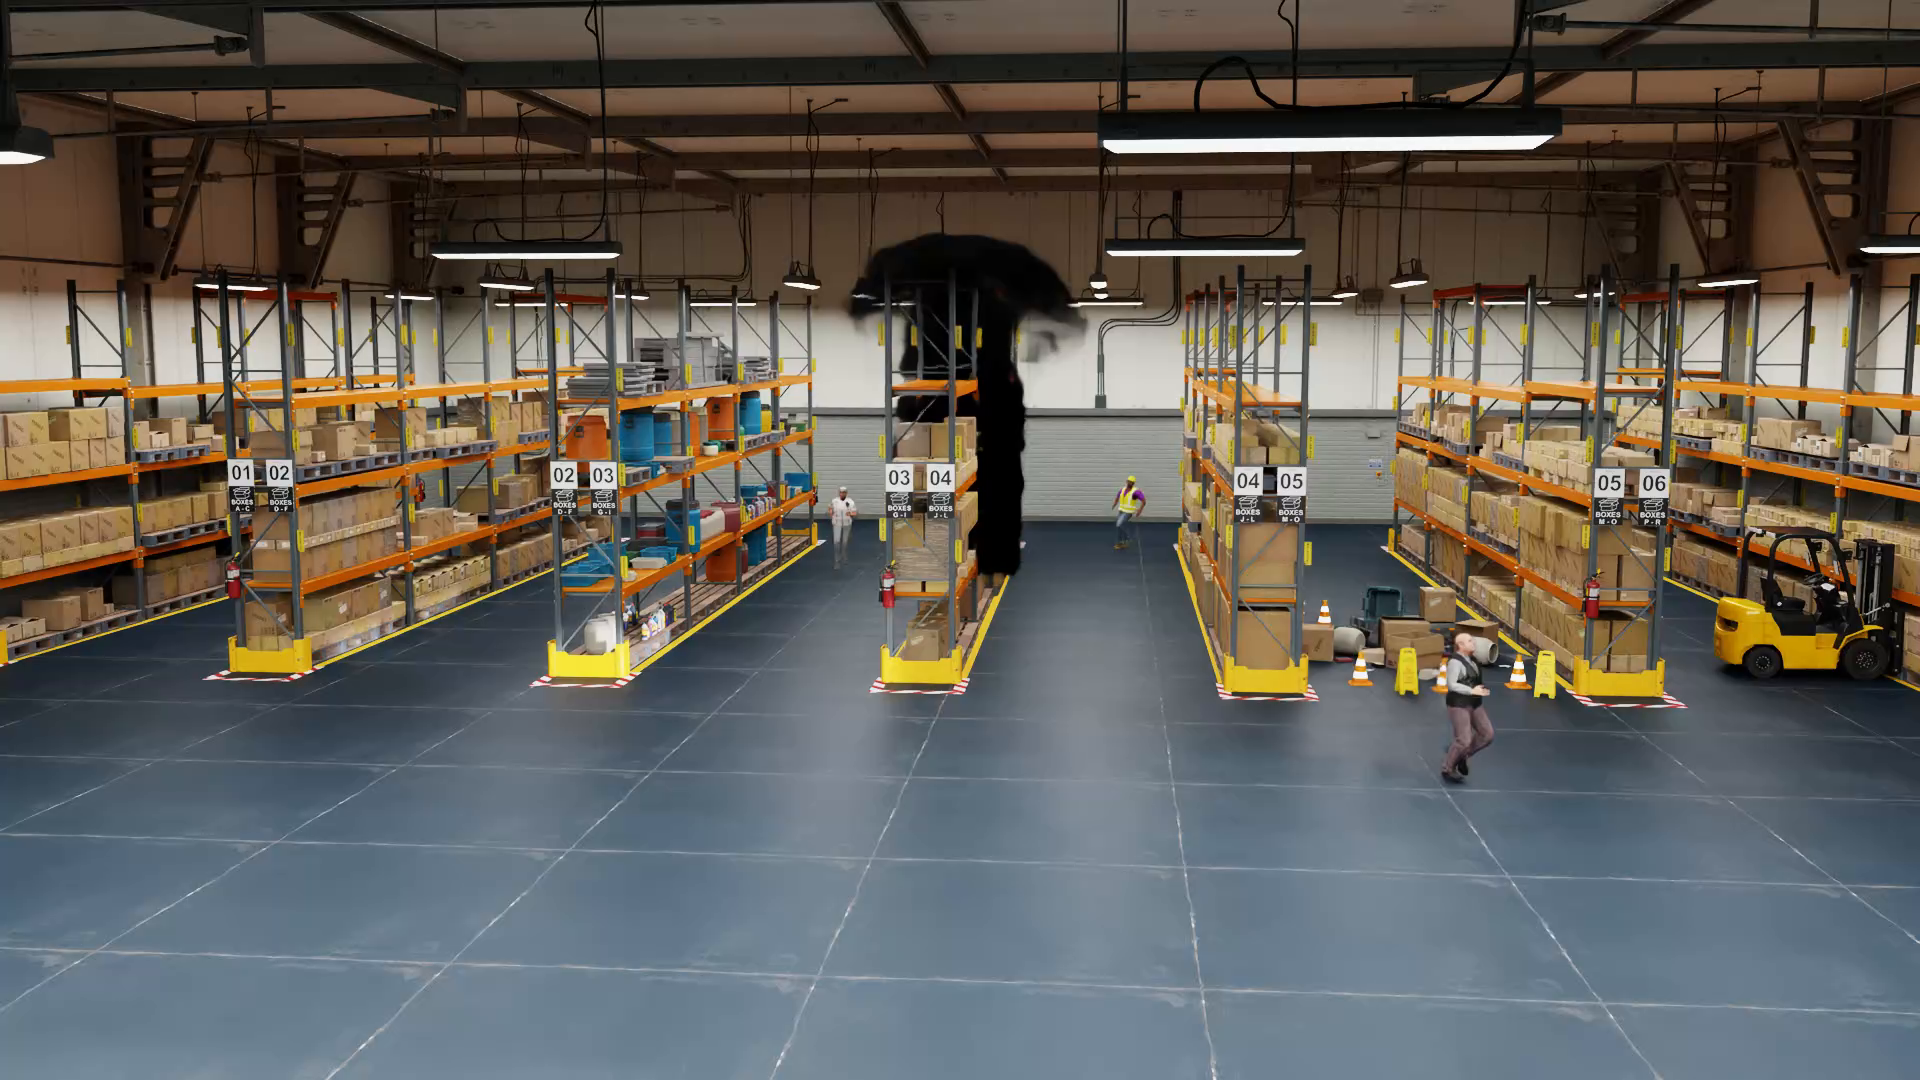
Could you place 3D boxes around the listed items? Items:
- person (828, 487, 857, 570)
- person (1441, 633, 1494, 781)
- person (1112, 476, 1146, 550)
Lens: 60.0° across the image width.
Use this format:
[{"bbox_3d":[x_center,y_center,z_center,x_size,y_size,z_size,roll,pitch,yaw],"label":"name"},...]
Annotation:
[{"bbox_3d":[-2.455,-0.265,34.860,0.588,1.723,0.740,-1,7,-6],"label":"person"},{"bbox_3d":[5.717,1.885,18.718,0.583,1.692,0.711,7,10,44],"label":"person"},{"bbox_3d":[3.929,-0.635,39.499,0.680,1.775,0.751,-5,9,-36],"label":"person"}]
